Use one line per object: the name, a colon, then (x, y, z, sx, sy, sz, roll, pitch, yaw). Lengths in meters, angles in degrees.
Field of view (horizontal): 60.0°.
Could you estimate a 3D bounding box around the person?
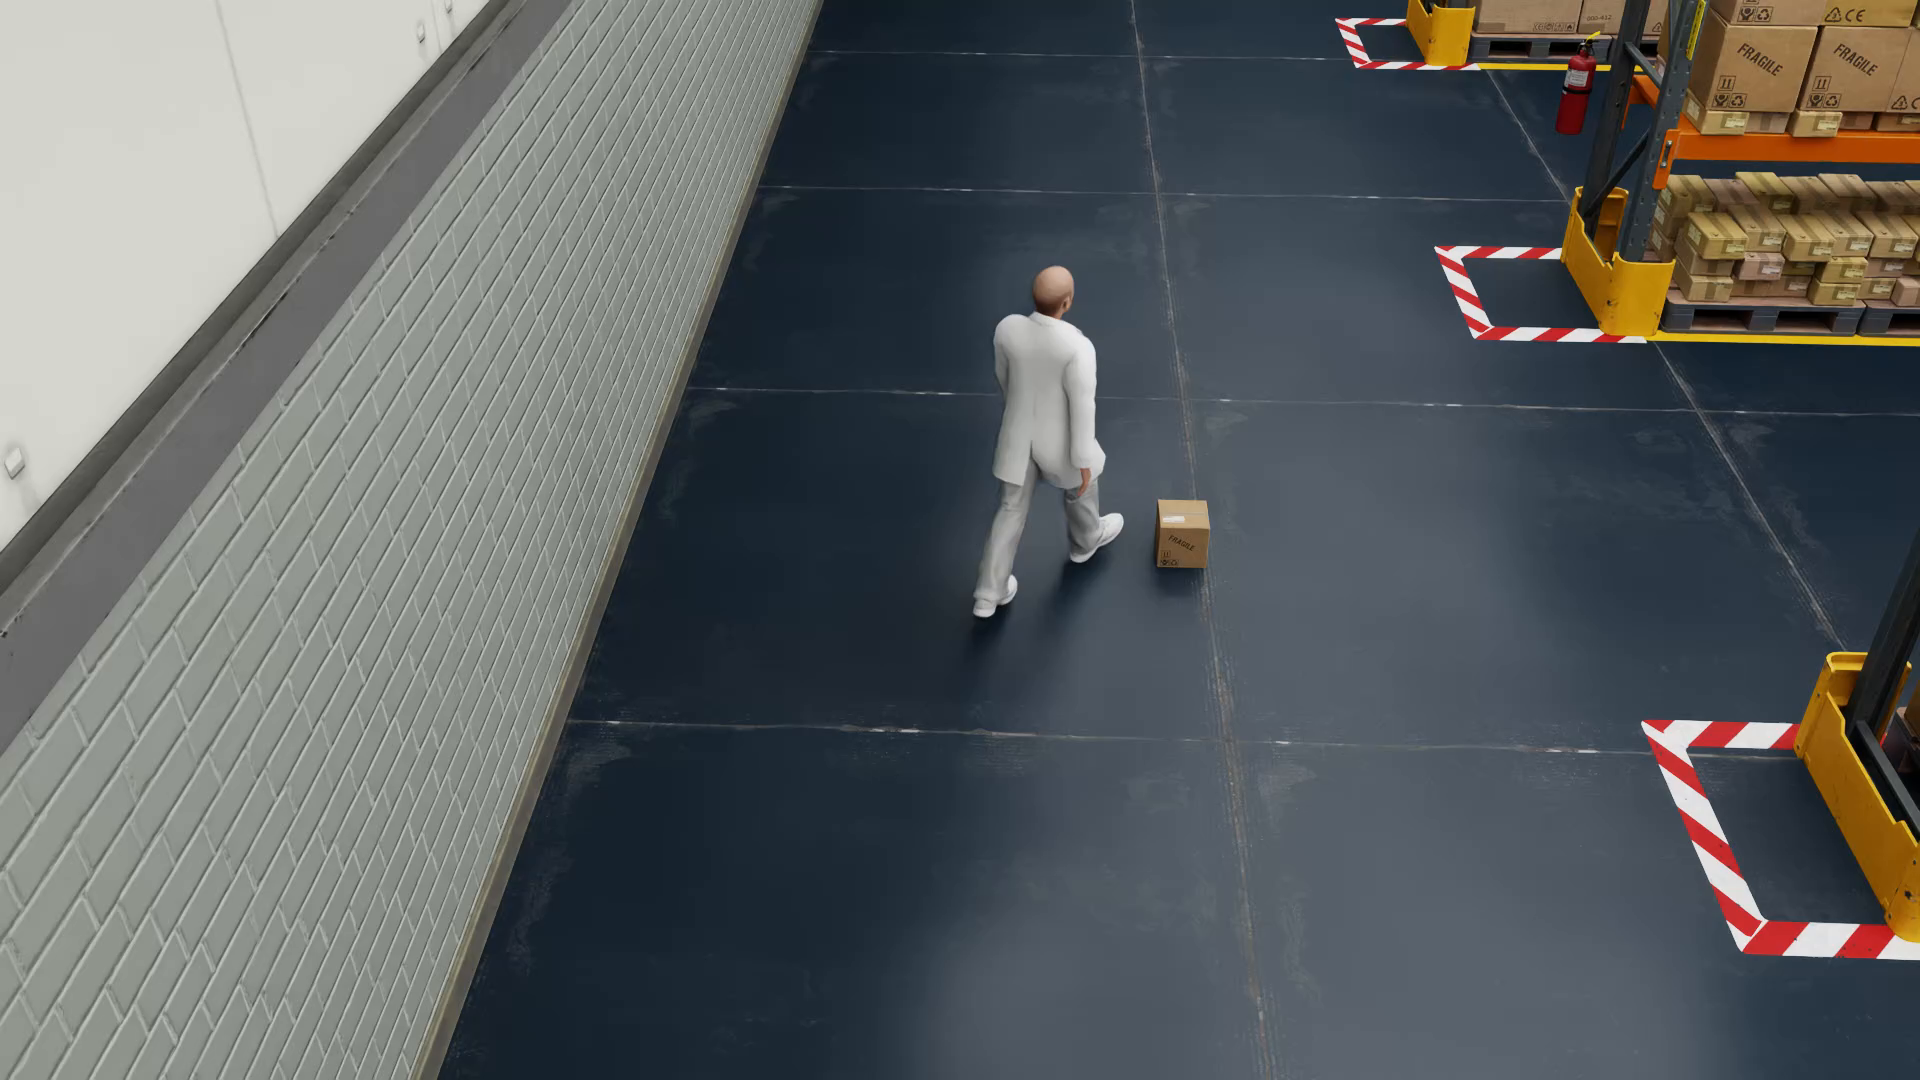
person: (0.429, -0.512, 7.872, 0.615, 1.740, 1.096, 18, 39, 23)
